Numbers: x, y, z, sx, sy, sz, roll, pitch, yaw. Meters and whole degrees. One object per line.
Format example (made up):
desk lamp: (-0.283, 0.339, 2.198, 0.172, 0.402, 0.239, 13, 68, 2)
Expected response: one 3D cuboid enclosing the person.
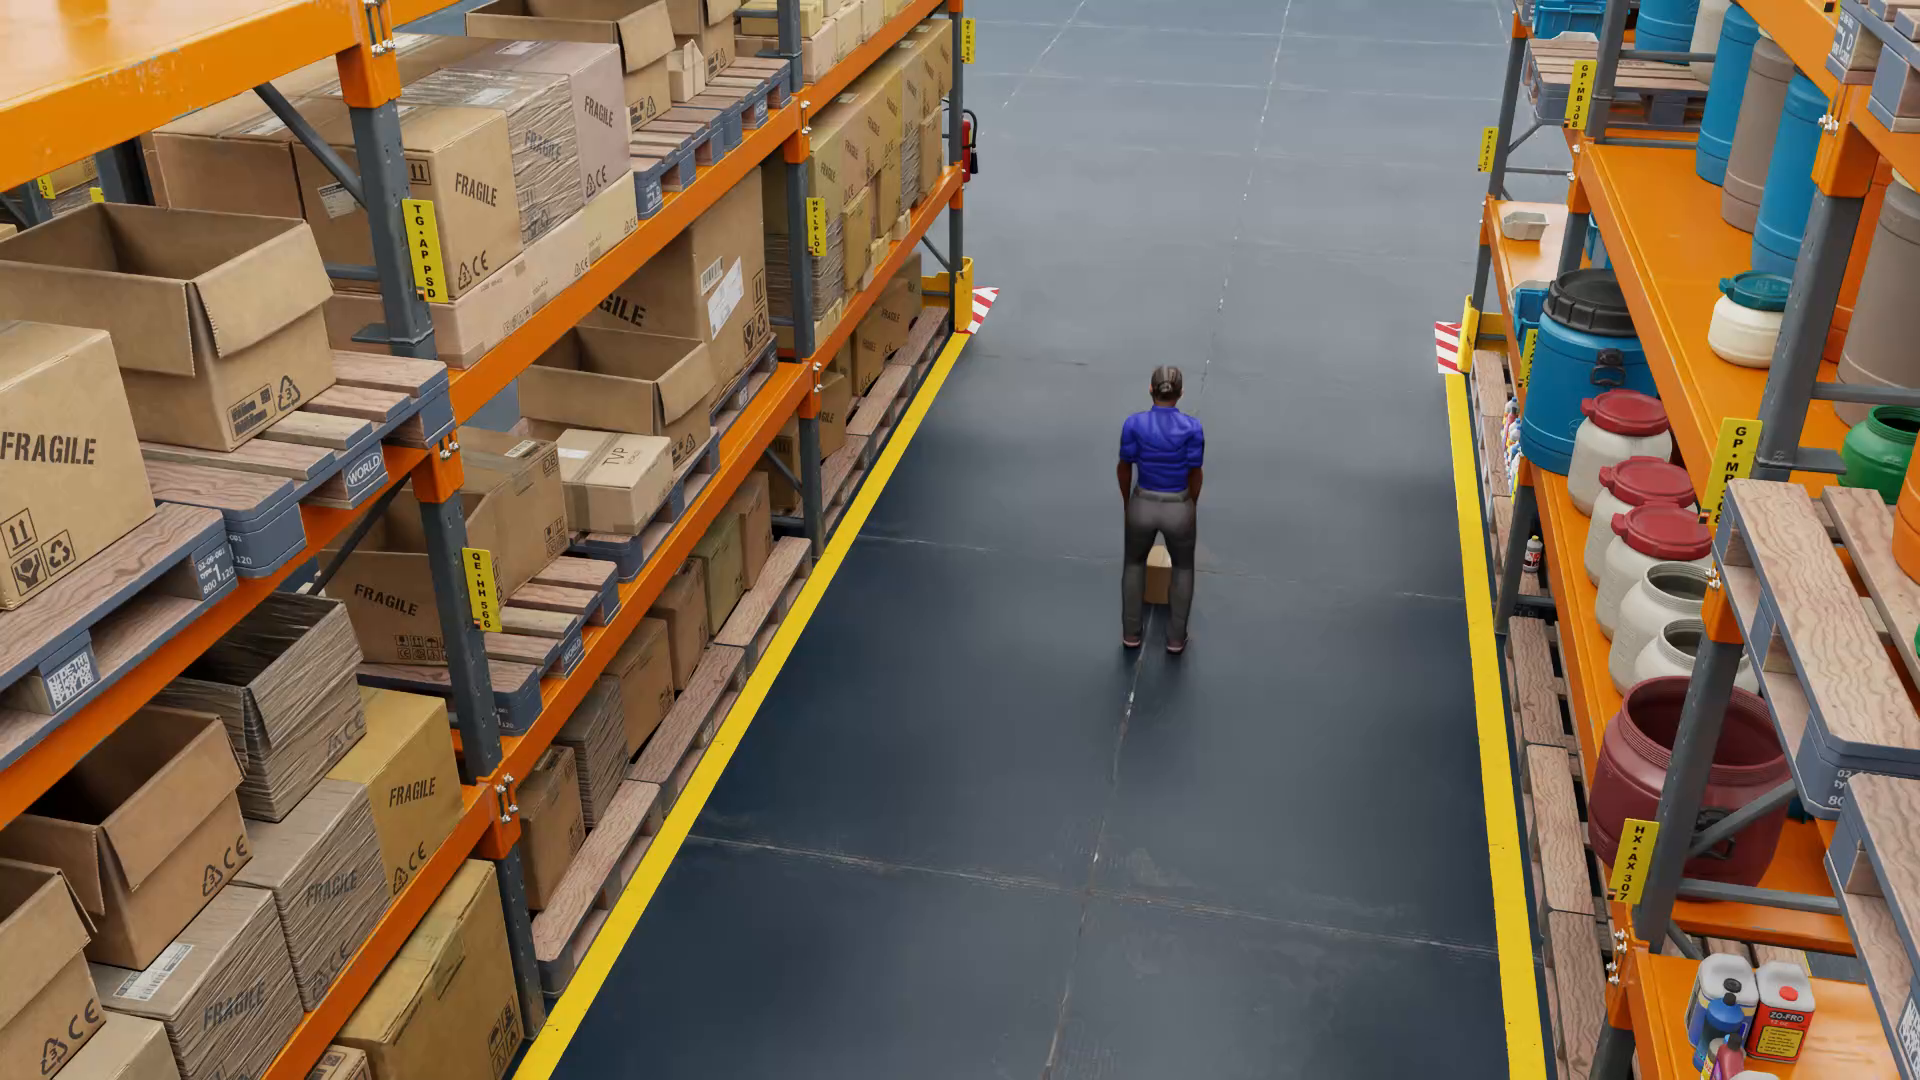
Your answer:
person: (1.060, -0.150, 8.952, 0.457, 1.610, 0.375, 7, 30, 12)
